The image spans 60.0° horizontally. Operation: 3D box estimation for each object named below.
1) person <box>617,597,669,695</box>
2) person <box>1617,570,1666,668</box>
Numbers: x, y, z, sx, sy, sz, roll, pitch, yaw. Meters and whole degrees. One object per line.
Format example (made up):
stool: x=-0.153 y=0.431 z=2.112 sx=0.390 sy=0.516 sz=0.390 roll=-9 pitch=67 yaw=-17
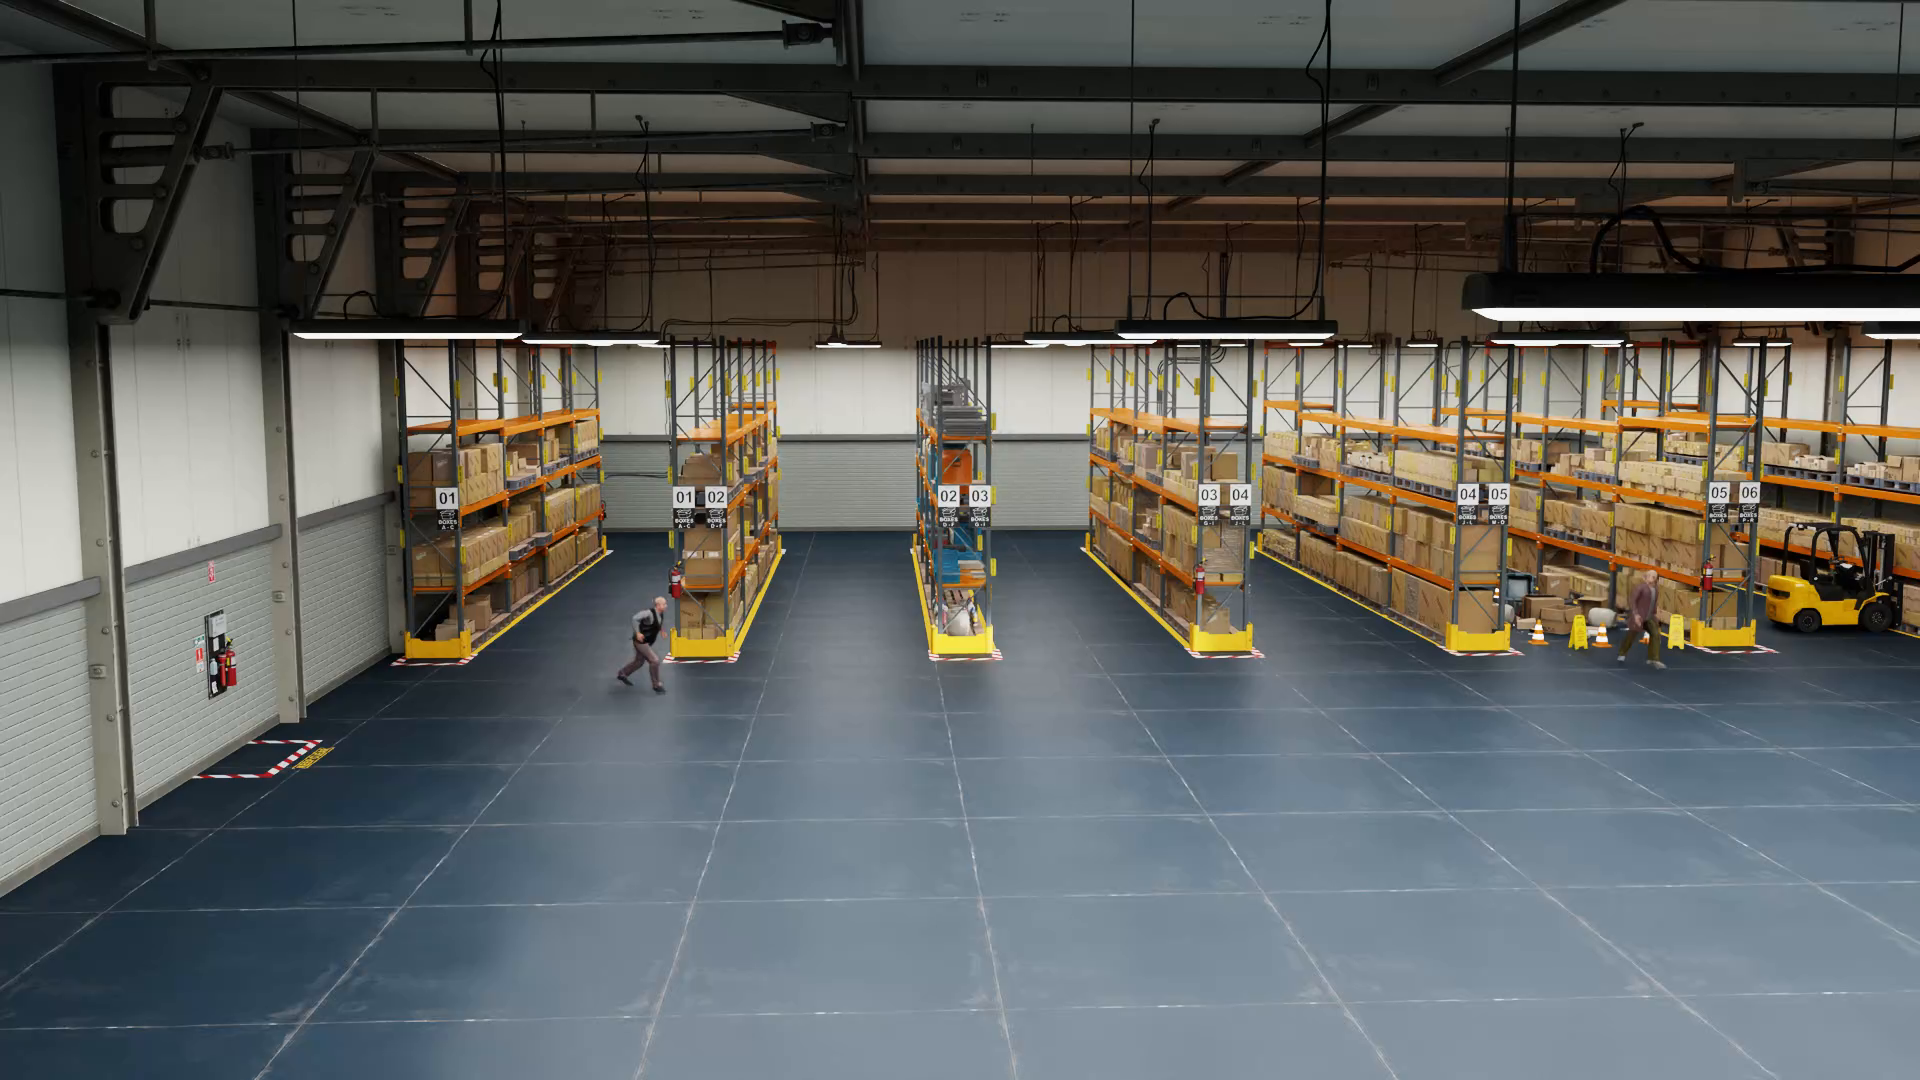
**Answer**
person: x=-5.348 y=1.771 z=27.874 sx=0.995 sy=1.683 sz=0.701 roll=3 pitch=7 yaw=22
person: x=12.390 y=1.399 z=30.137 sx=0.722 sy=1.738 sz=0.972 roll=-3 pitch=7 yaw=-25
